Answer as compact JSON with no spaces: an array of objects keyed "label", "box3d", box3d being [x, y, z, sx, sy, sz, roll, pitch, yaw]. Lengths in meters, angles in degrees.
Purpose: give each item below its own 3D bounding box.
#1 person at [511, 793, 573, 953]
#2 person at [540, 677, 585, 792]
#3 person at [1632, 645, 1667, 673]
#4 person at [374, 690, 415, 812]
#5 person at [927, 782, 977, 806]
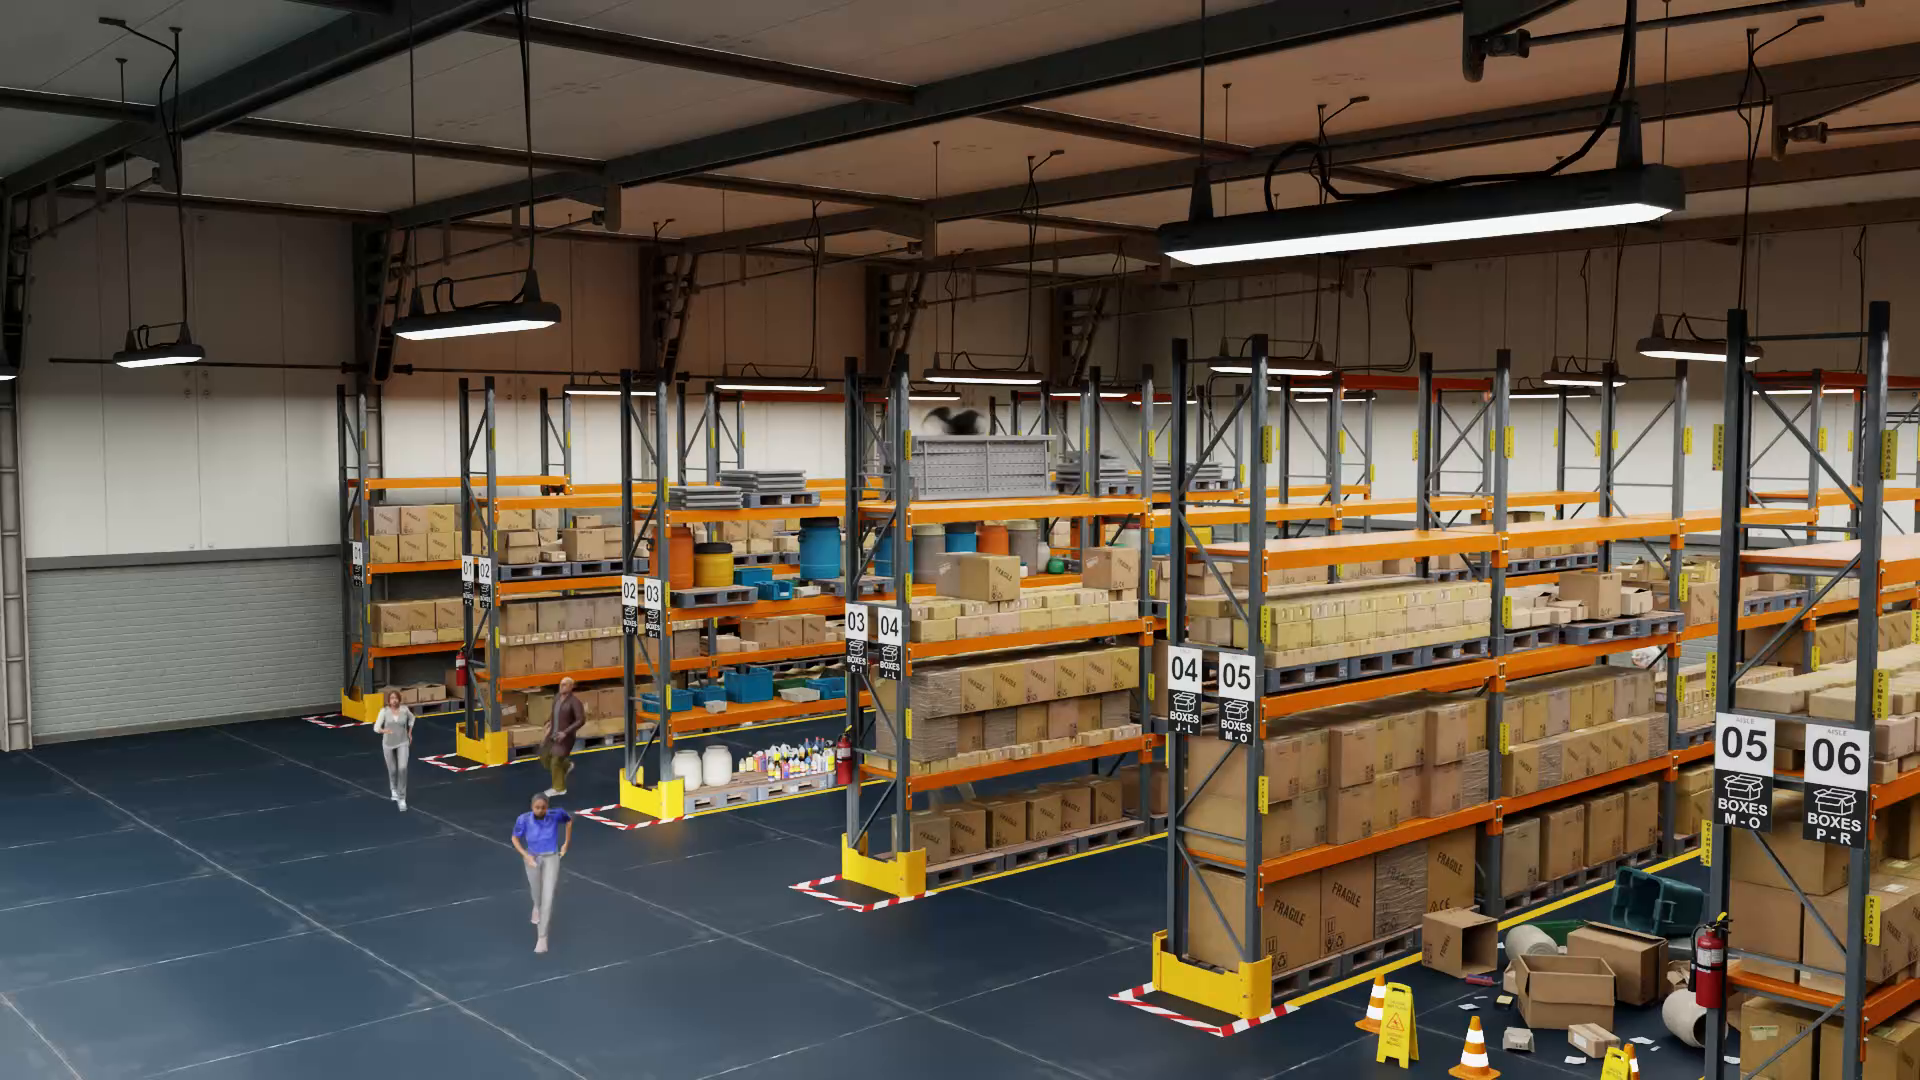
[{"label":"person","box3d":[-4.243,3.289,16.897,0.611,1.616,0.977,-1,4,-18]},{"label":"person","box3d":[-5.583,2.850,23.474,0.750,1.456,0.544,3,5,37]},{"label":"person","box3d":[12.150,2.389,29.334,0.710,1.758,0.839,-2,4,-23]},{"label":"person","box3d":[-7.754,2.860,22.813,0.528,1.622,0.757,-1,4,-17]},{"label":"person","box3d":[-0.081,2.915,21.830,0.915,1.654,0.561,-3,5,-43]}]
